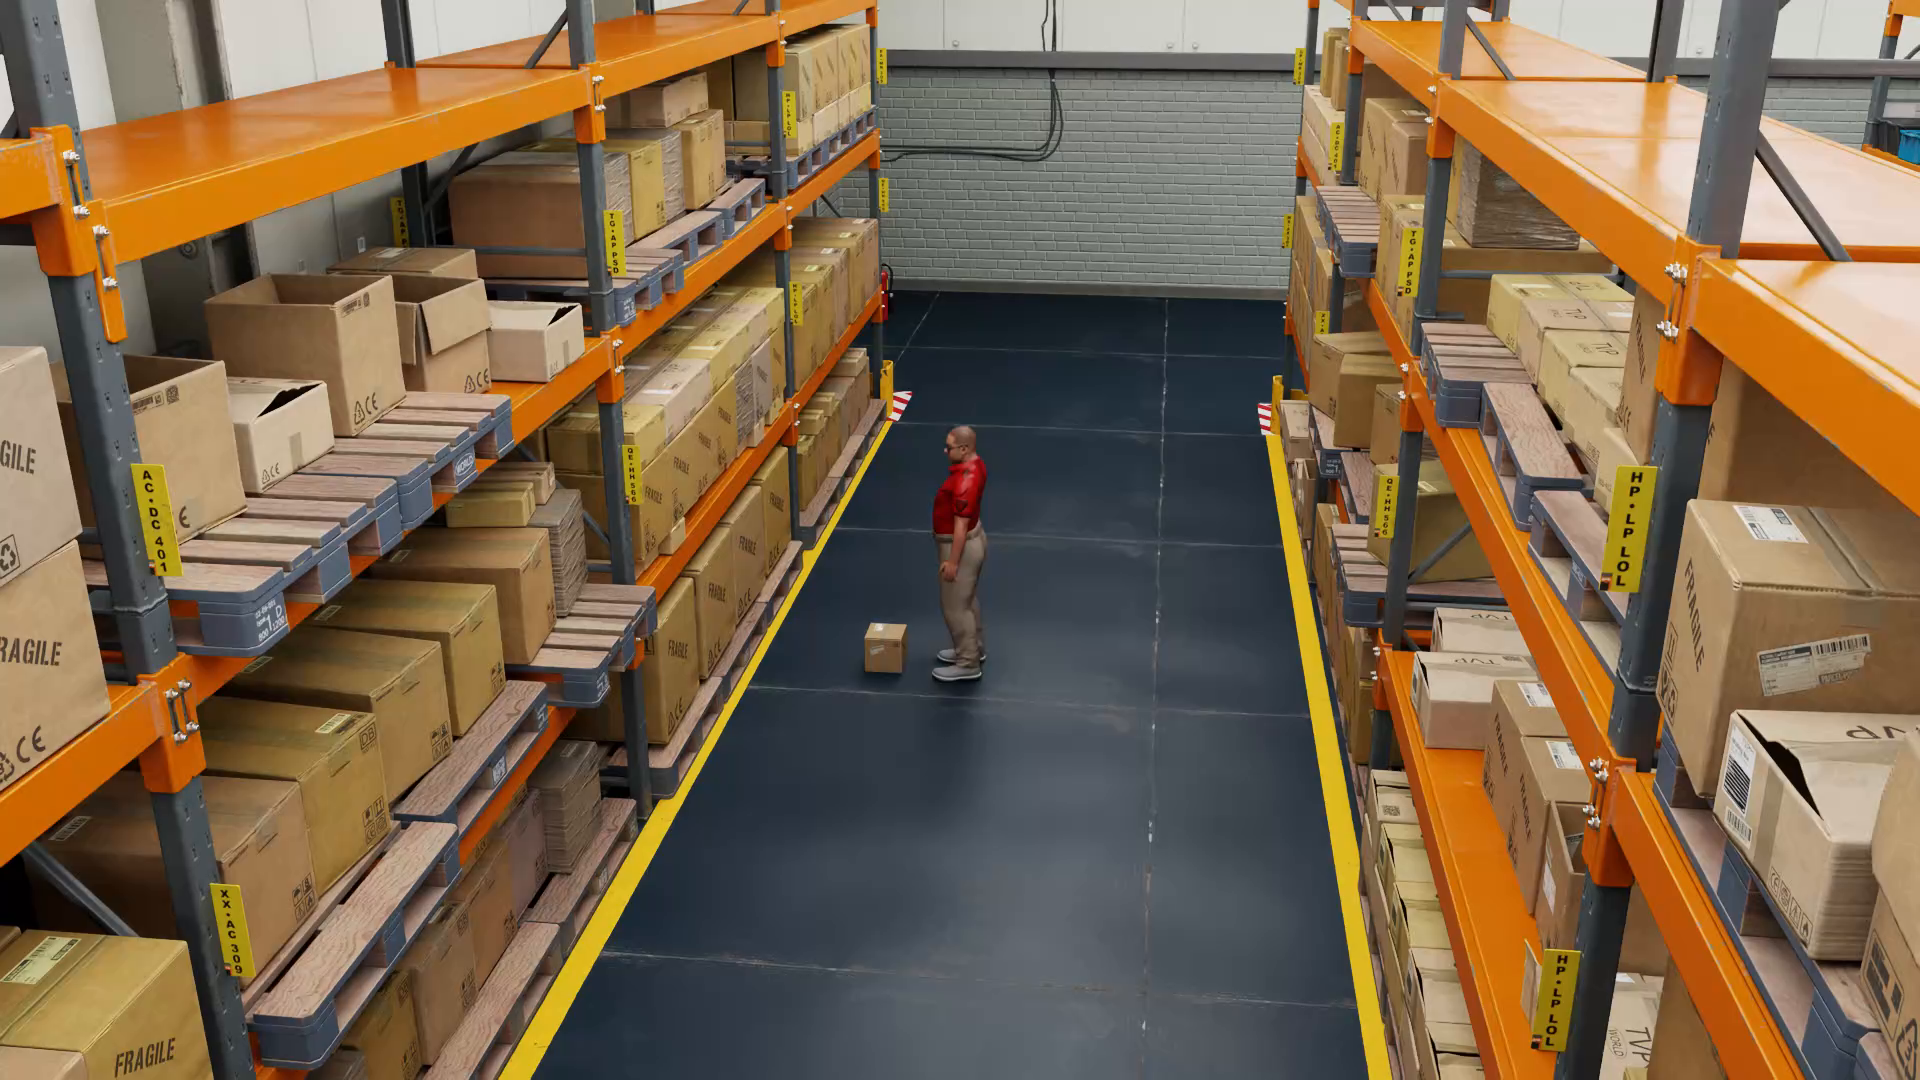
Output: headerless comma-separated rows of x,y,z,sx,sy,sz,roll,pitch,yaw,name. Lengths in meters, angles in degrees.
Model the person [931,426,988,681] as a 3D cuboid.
-0.012,0.076,10.921,0.360,1.722,0.528,3,21,8,person
